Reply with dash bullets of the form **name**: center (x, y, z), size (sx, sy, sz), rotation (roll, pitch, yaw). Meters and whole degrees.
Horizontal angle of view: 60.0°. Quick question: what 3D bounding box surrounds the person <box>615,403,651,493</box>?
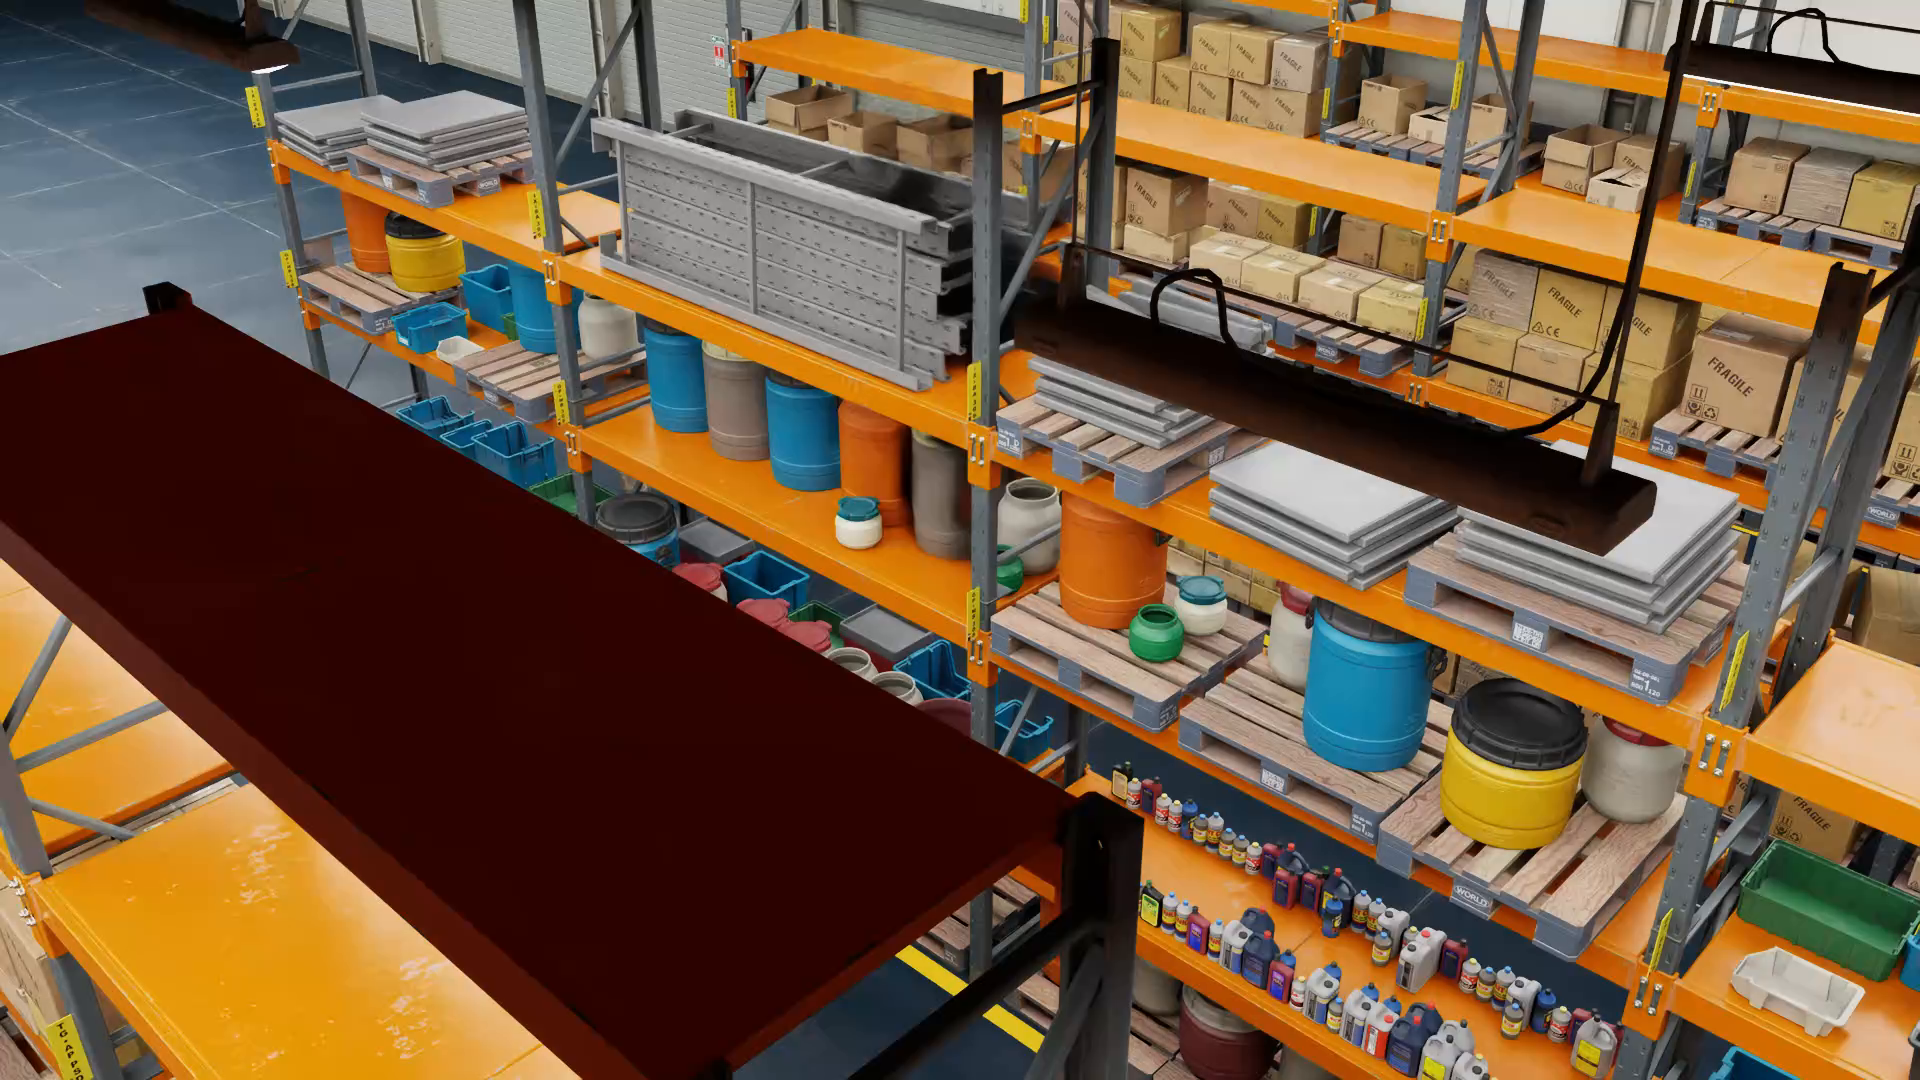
- **person**: center (-3.012, -0.652, 15.541), size (0.897, 1.819, 0.671), rotation (15, 33, 24)
